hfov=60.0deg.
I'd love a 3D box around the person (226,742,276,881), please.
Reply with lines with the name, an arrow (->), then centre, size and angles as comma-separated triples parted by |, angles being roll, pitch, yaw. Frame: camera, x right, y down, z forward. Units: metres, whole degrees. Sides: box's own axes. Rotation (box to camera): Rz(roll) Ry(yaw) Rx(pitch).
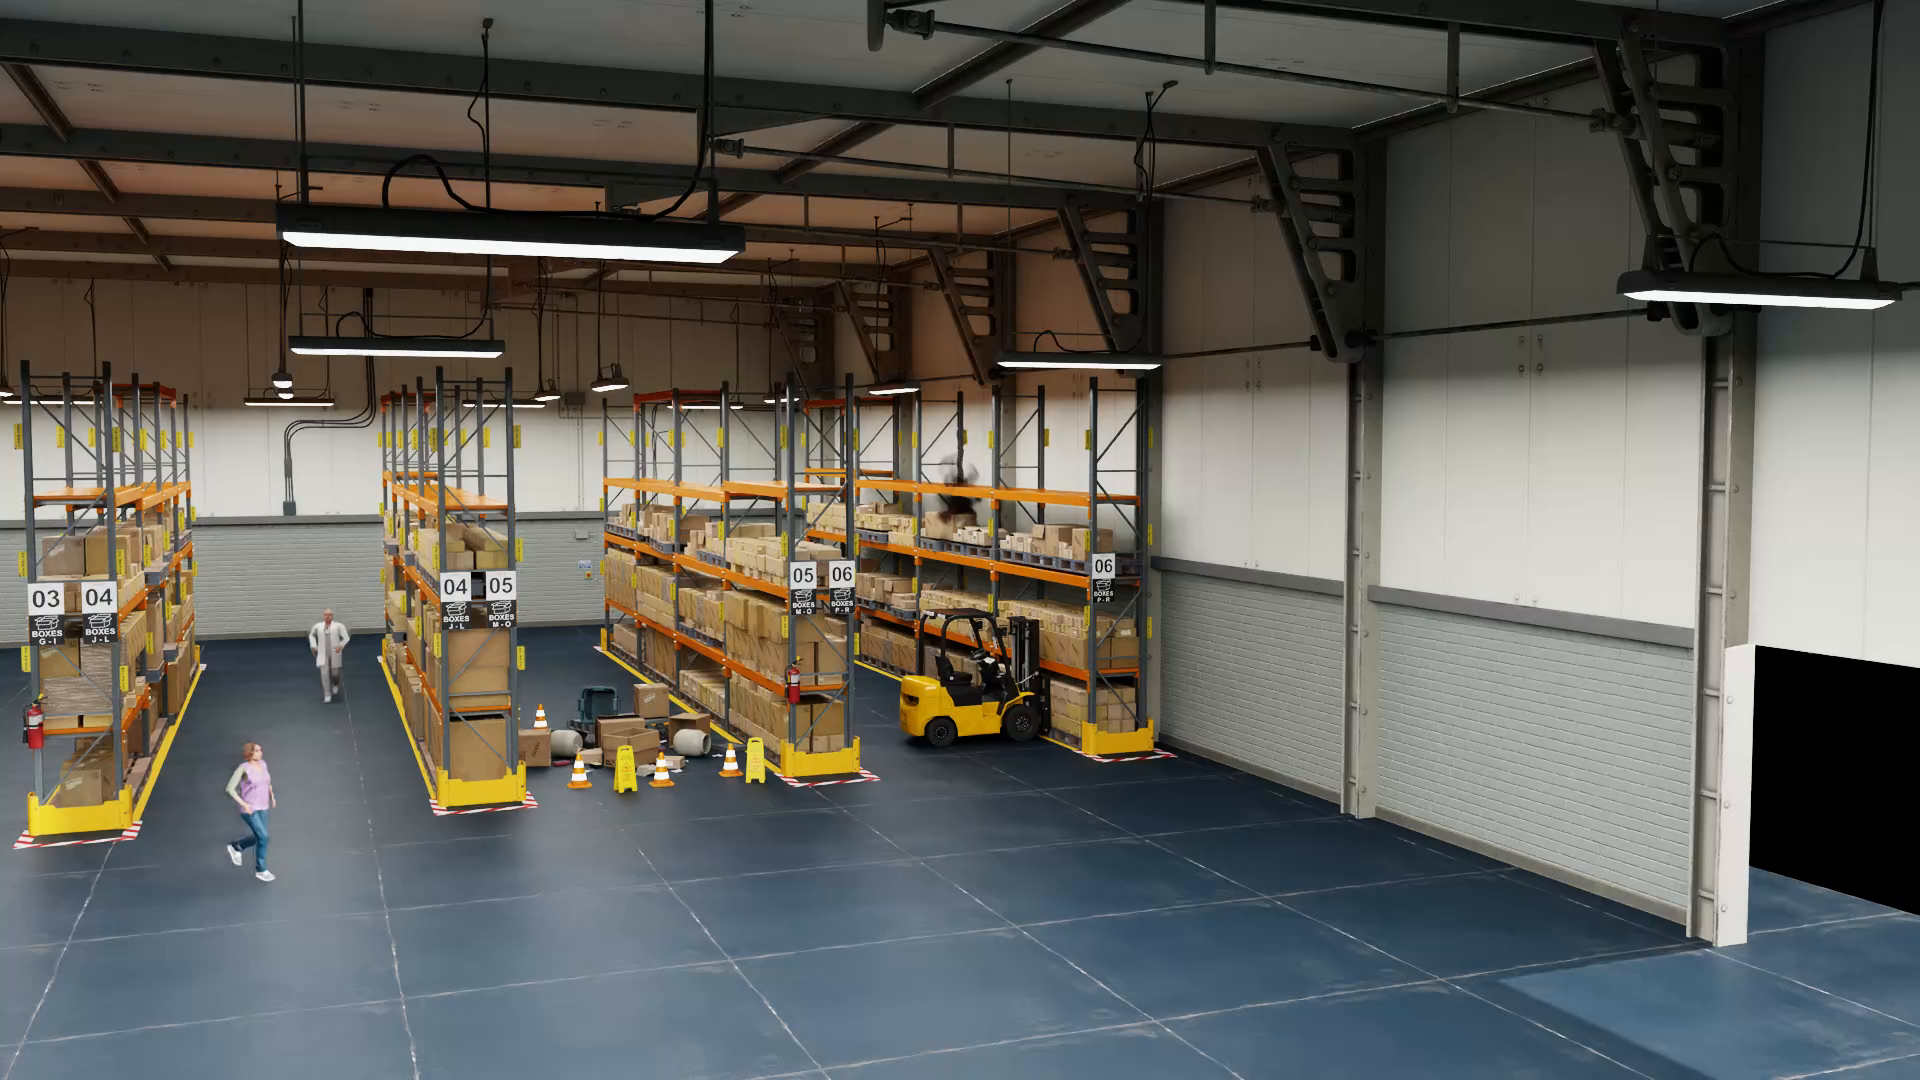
person -> -8.127, 3.084, 19.009 | 0.696, 1.577, 0.557 | 1, 4, 19

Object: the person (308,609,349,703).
person -> -12.106, 2.201, 31.897 | 0.743, 1.749, 0.934 | -1, 4, -16
